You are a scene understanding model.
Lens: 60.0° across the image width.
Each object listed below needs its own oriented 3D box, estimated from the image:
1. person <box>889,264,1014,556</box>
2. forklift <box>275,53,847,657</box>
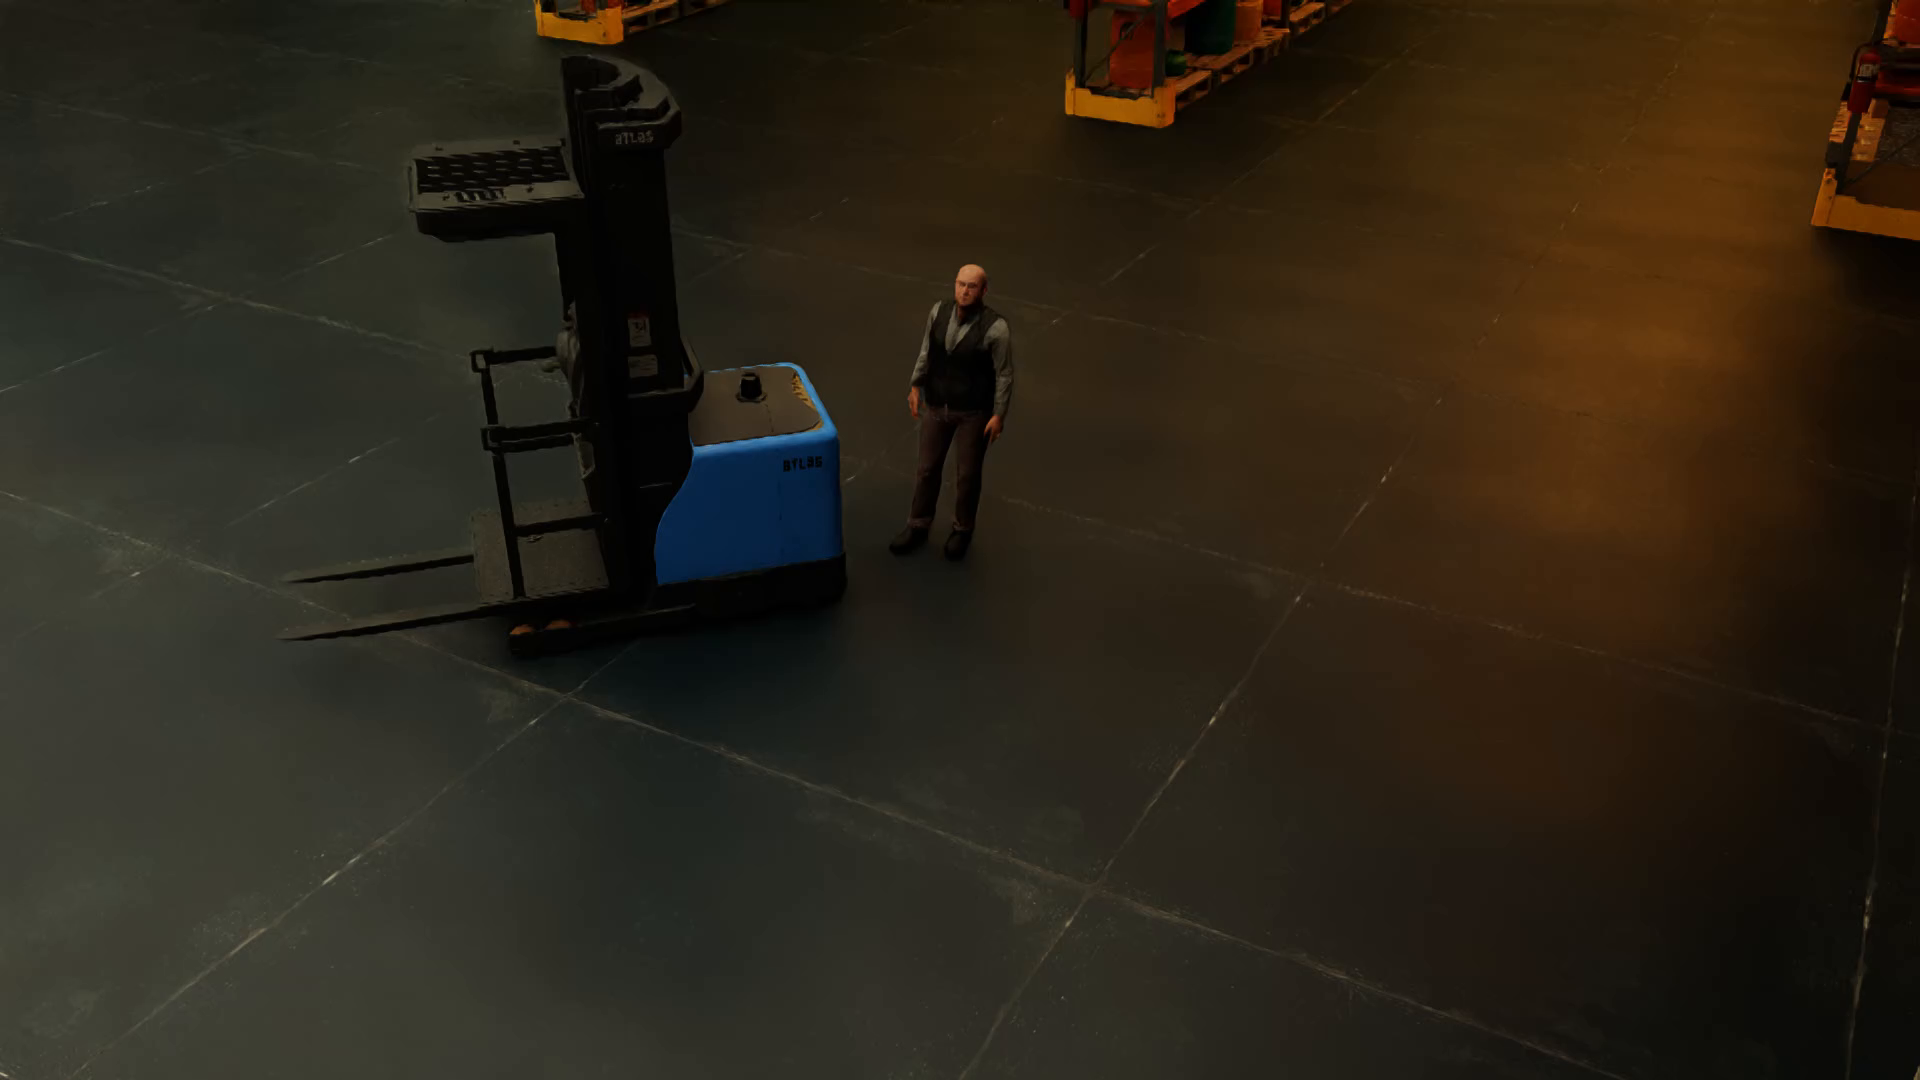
[{"bbox_3d":[-0.037,-0.726,9.525,0.632,1.720,0.567,15,33,25],"label":"person"},{"bbox_3d":[-2.216,-0.939,8.698,3.031,2.935,1.130,-9,31,-15],"label":"forklift"}]
